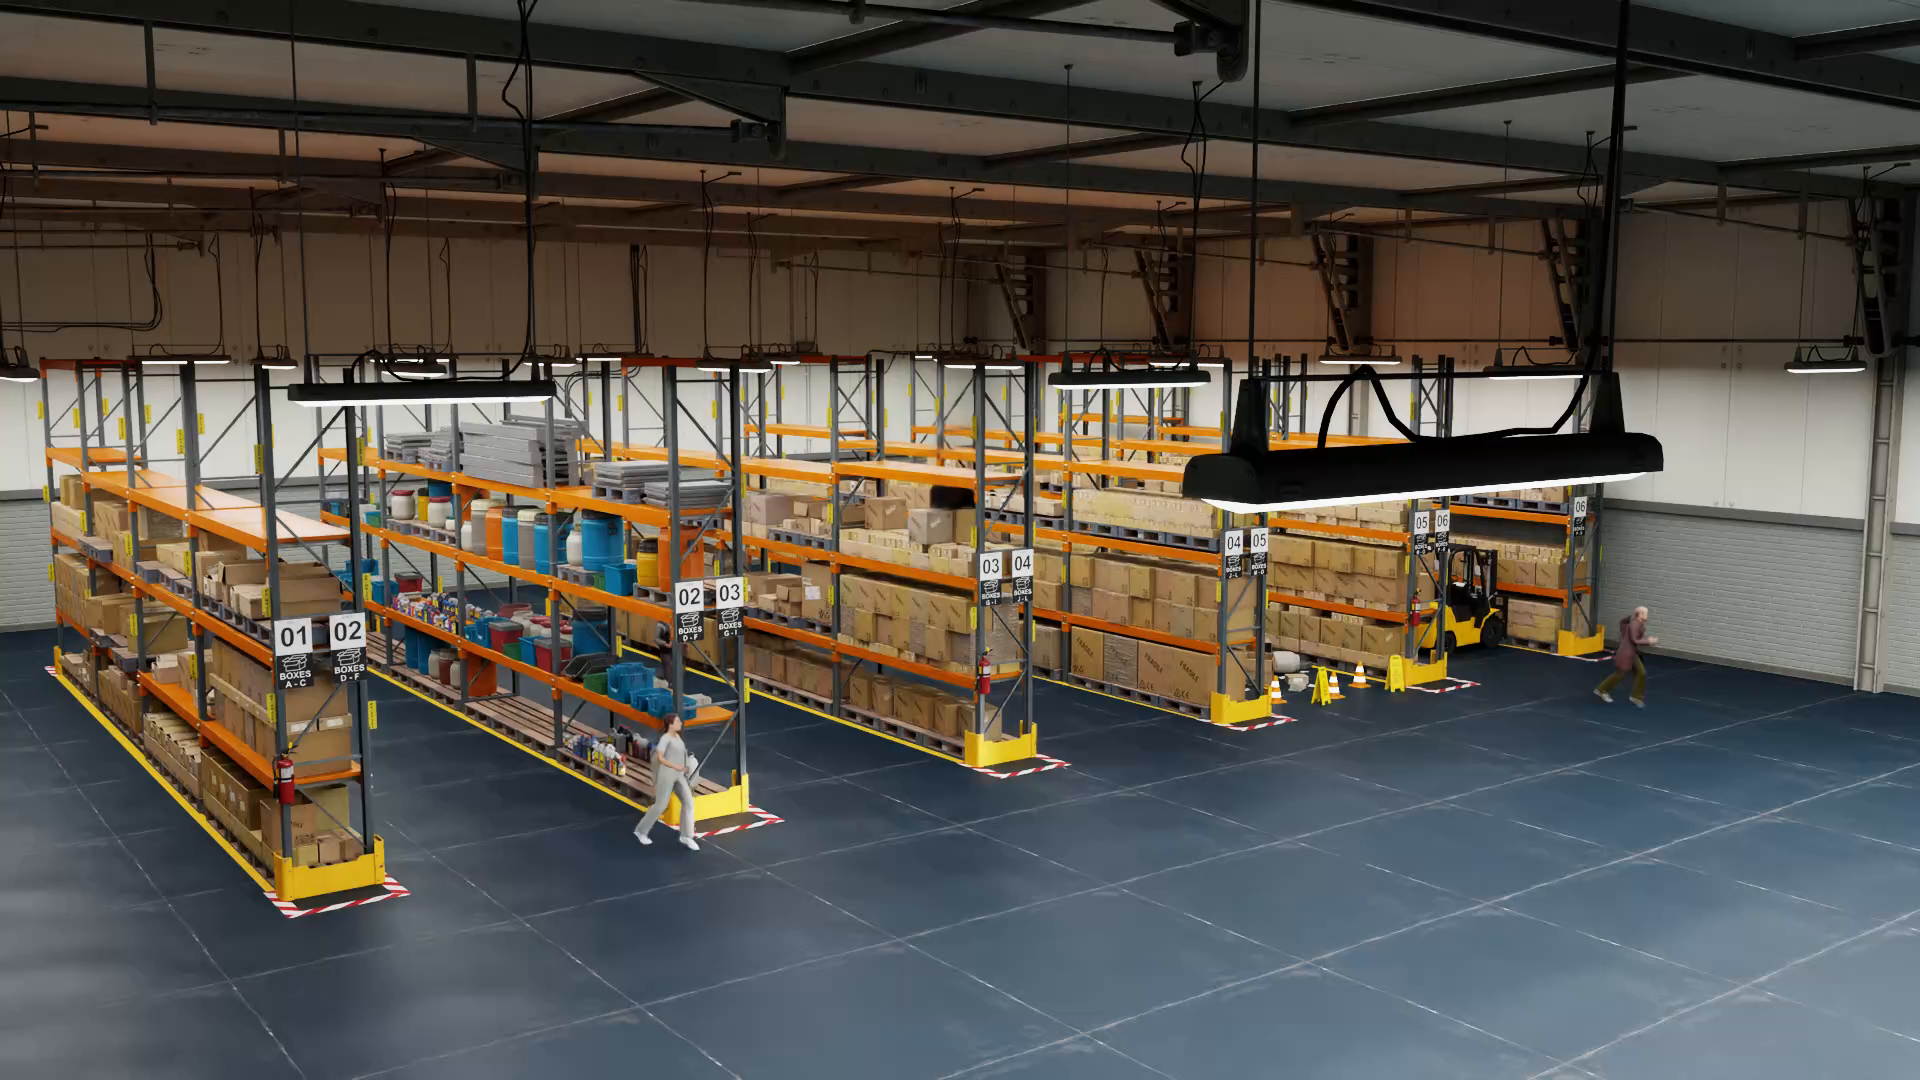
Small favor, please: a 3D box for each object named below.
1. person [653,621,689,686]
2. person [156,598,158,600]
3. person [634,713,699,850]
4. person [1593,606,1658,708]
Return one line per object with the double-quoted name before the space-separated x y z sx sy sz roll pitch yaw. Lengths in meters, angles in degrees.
"person" -5.072 1.998 29.190 0.669 1.684 0.760 -7 9 -43
"person" -15.892 1.521 33.367 0.803 1.673 0.640 0 7 -1
"person" -3.617 3.004 20.902 0.868 1.678 0.643 3 7 20
"person" 11.542 2.039 28.819 1.019 1.831 0.727 4 8 29
